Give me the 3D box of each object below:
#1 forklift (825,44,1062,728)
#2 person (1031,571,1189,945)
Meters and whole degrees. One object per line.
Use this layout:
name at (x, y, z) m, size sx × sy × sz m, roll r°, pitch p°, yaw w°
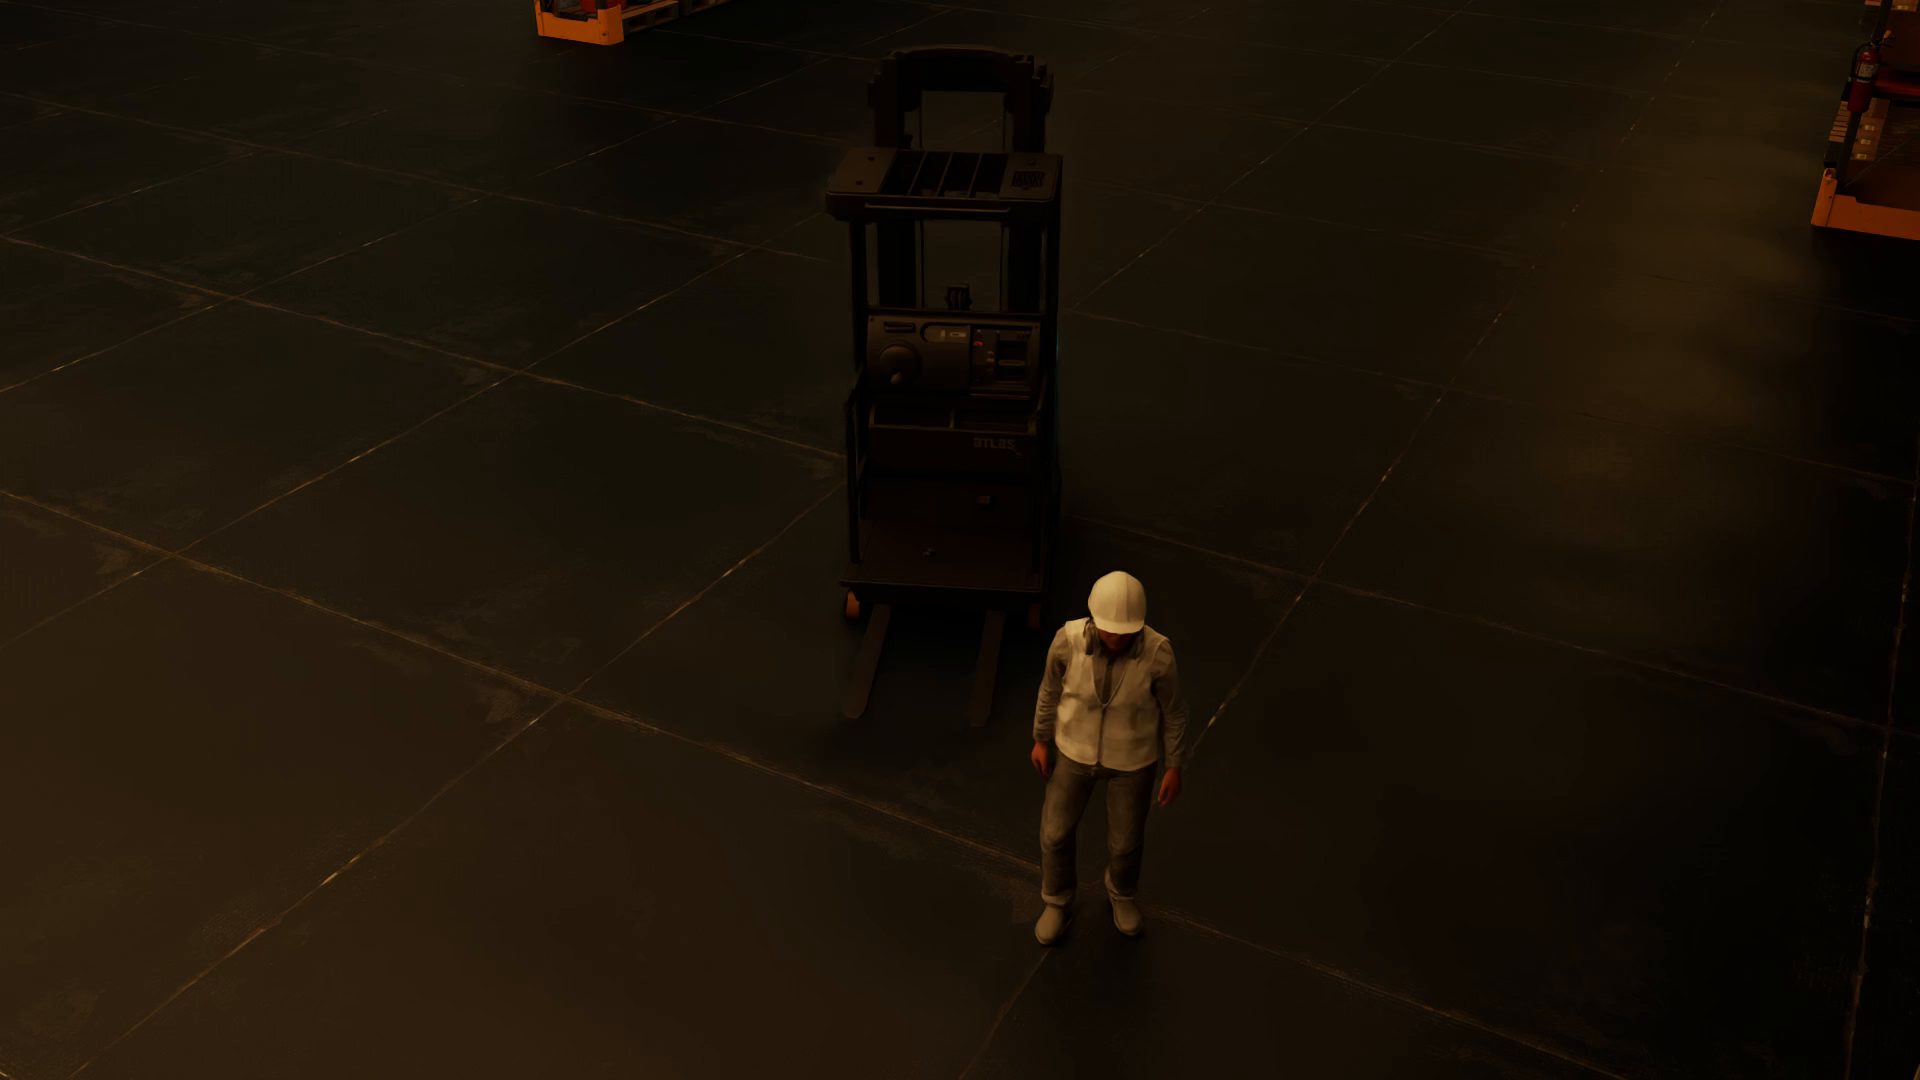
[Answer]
forklift at (-0.055, -0.948, 8.714) m, size 1.130 × 2.935 × 3.031 m, roll 3°, pitch 30°, yaw 5°
person at (0.597, 0.875, 6.729) m, size 0.632 × 1.766 × 0.471 m, roll 8°, pitch 31°, yaw 13°
